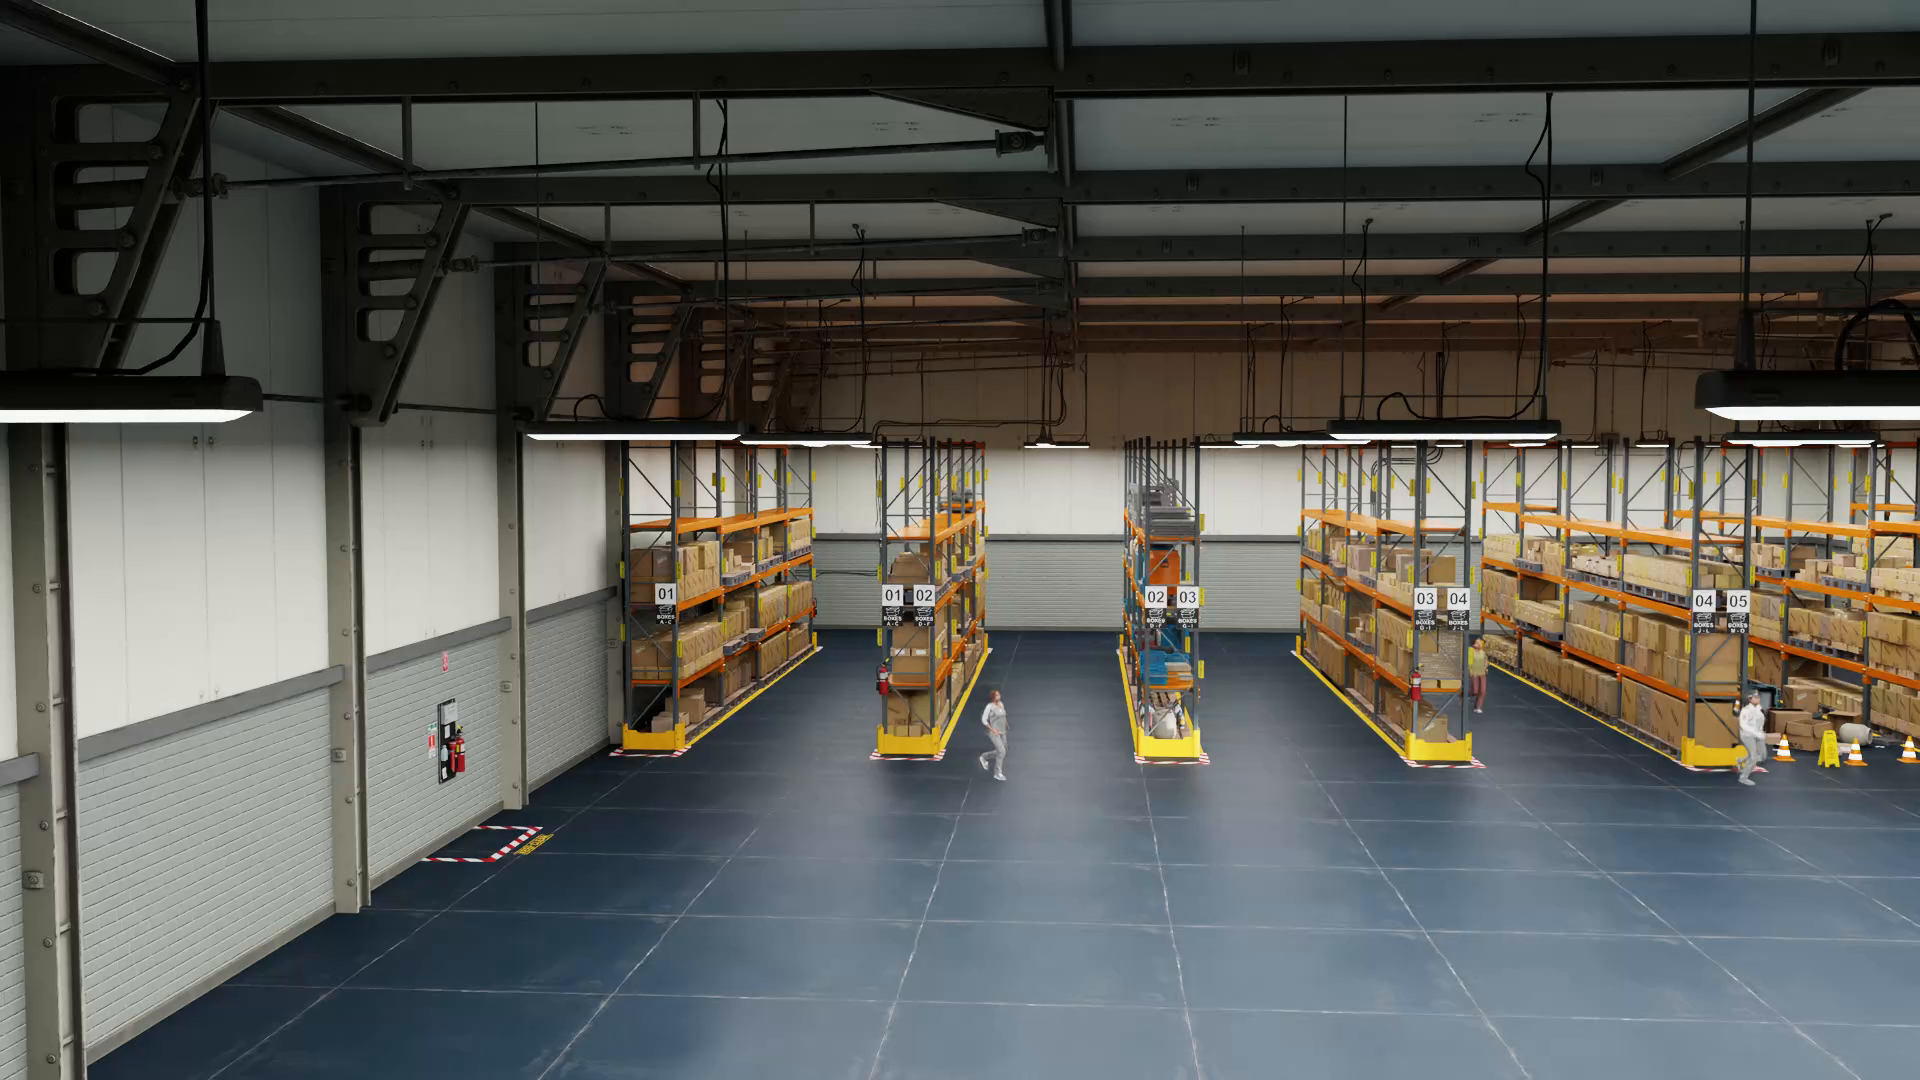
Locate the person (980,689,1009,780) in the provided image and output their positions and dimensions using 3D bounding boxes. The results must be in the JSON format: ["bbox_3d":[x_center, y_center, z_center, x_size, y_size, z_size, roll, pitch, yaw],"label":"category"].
[{"bbox_3d":[0.582,3.401,29.103,0.579,1.559,0.535,3,4,39],"label":"person"}]

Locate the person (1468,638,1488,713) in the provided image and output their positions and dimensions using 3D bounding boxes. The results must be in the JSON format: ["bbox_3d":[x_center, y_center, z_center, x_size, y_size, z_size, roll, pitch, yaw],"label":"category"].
[{"bbox_3d":[11.336,2.959,36.488,0.579,1.628,0.677,0,3,-8],"label":"person"}]

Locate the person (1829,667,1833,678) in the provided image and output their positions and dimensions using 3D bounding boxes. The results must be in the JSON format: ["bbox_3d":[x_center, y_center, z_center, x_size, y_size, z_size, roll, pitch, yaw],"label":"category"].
[{"bbox_3d":[21.385,2.614,41.080,0.699,1.756,0.988,0,3,3],"label":"person"}]

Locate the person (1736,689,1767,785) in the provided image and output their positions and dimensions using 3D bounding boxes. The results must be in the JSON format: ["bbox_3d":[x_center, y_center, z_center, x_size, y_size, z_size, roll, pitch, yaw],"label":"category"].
[{"bbox_3d":[13.605,3.375,28.557,0.635,1.661,0.614,-2,4,-30],"label":"person"}]
